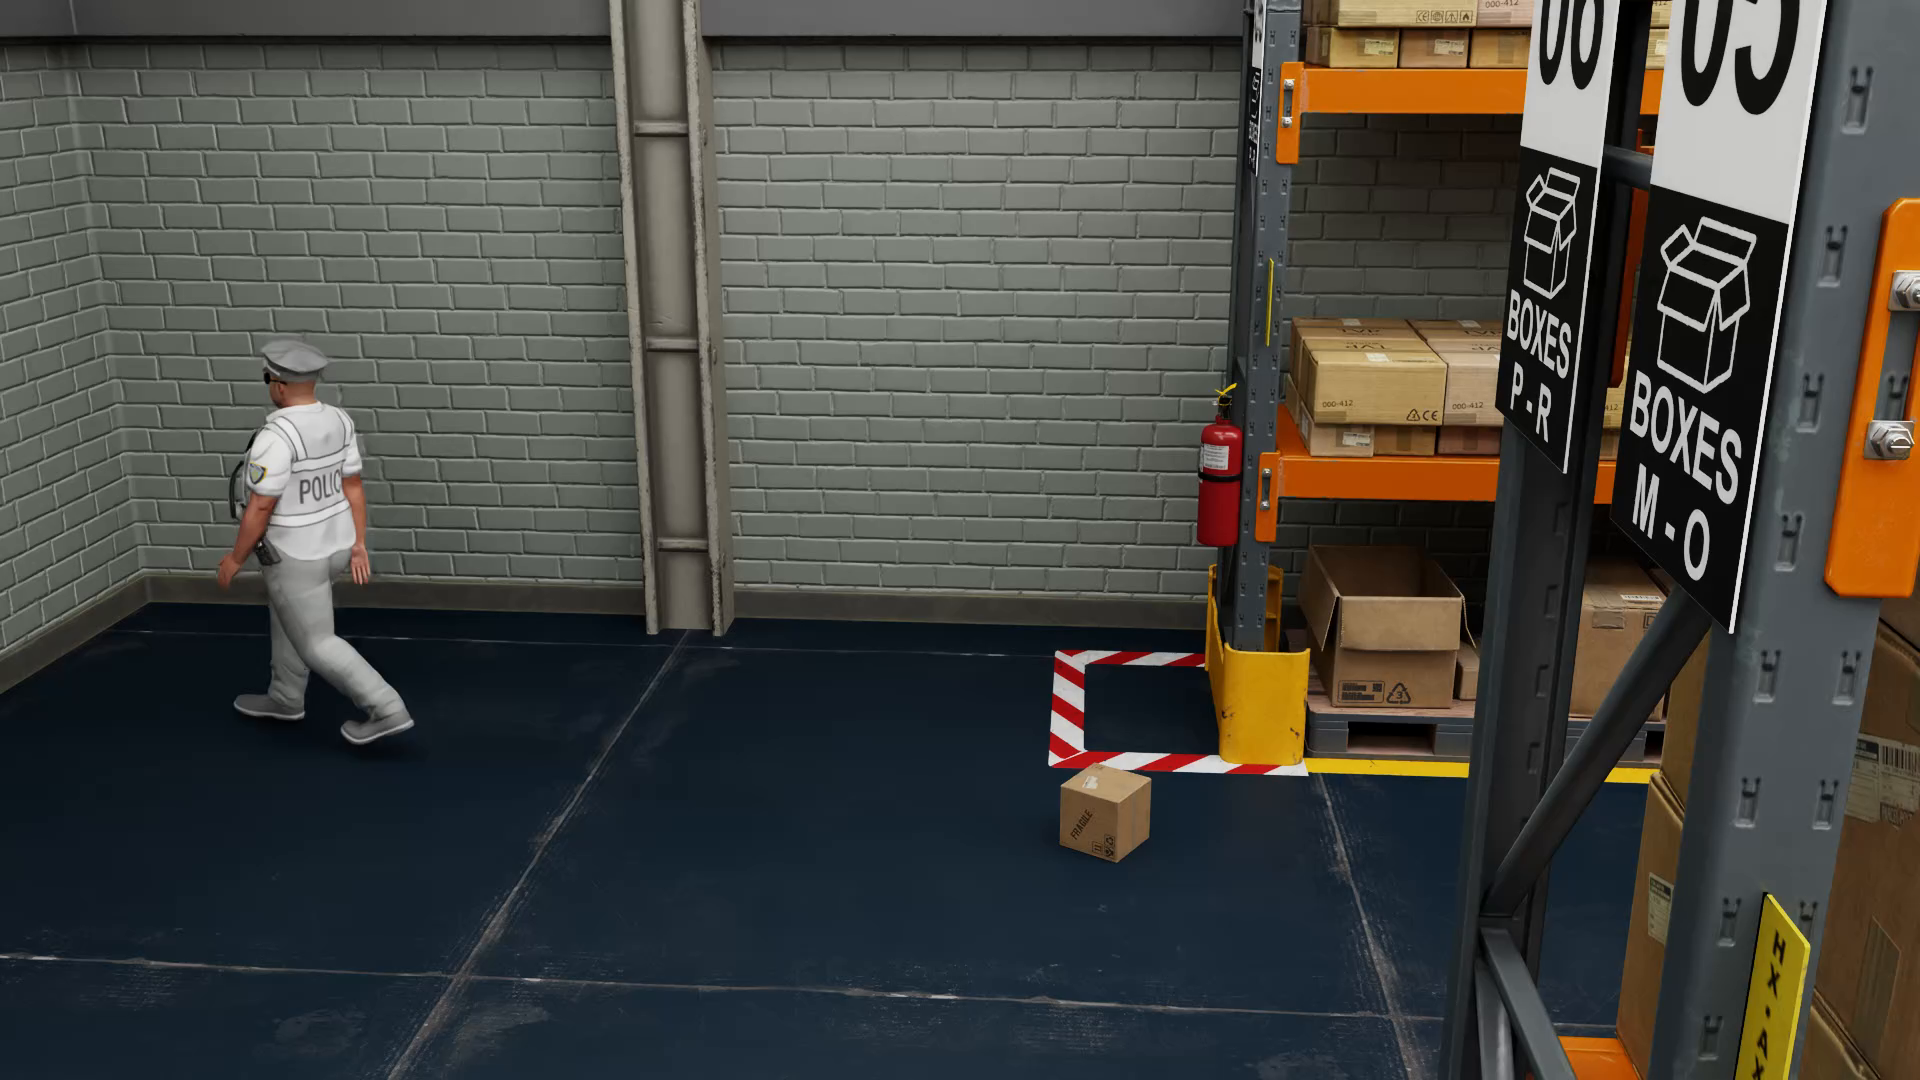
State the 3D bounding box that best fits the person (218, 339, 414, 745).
[{"bbox_3d":[-2.767,0.019,6.937,1.002,1.725,0.542,4,18,13],"label":"person"}]
